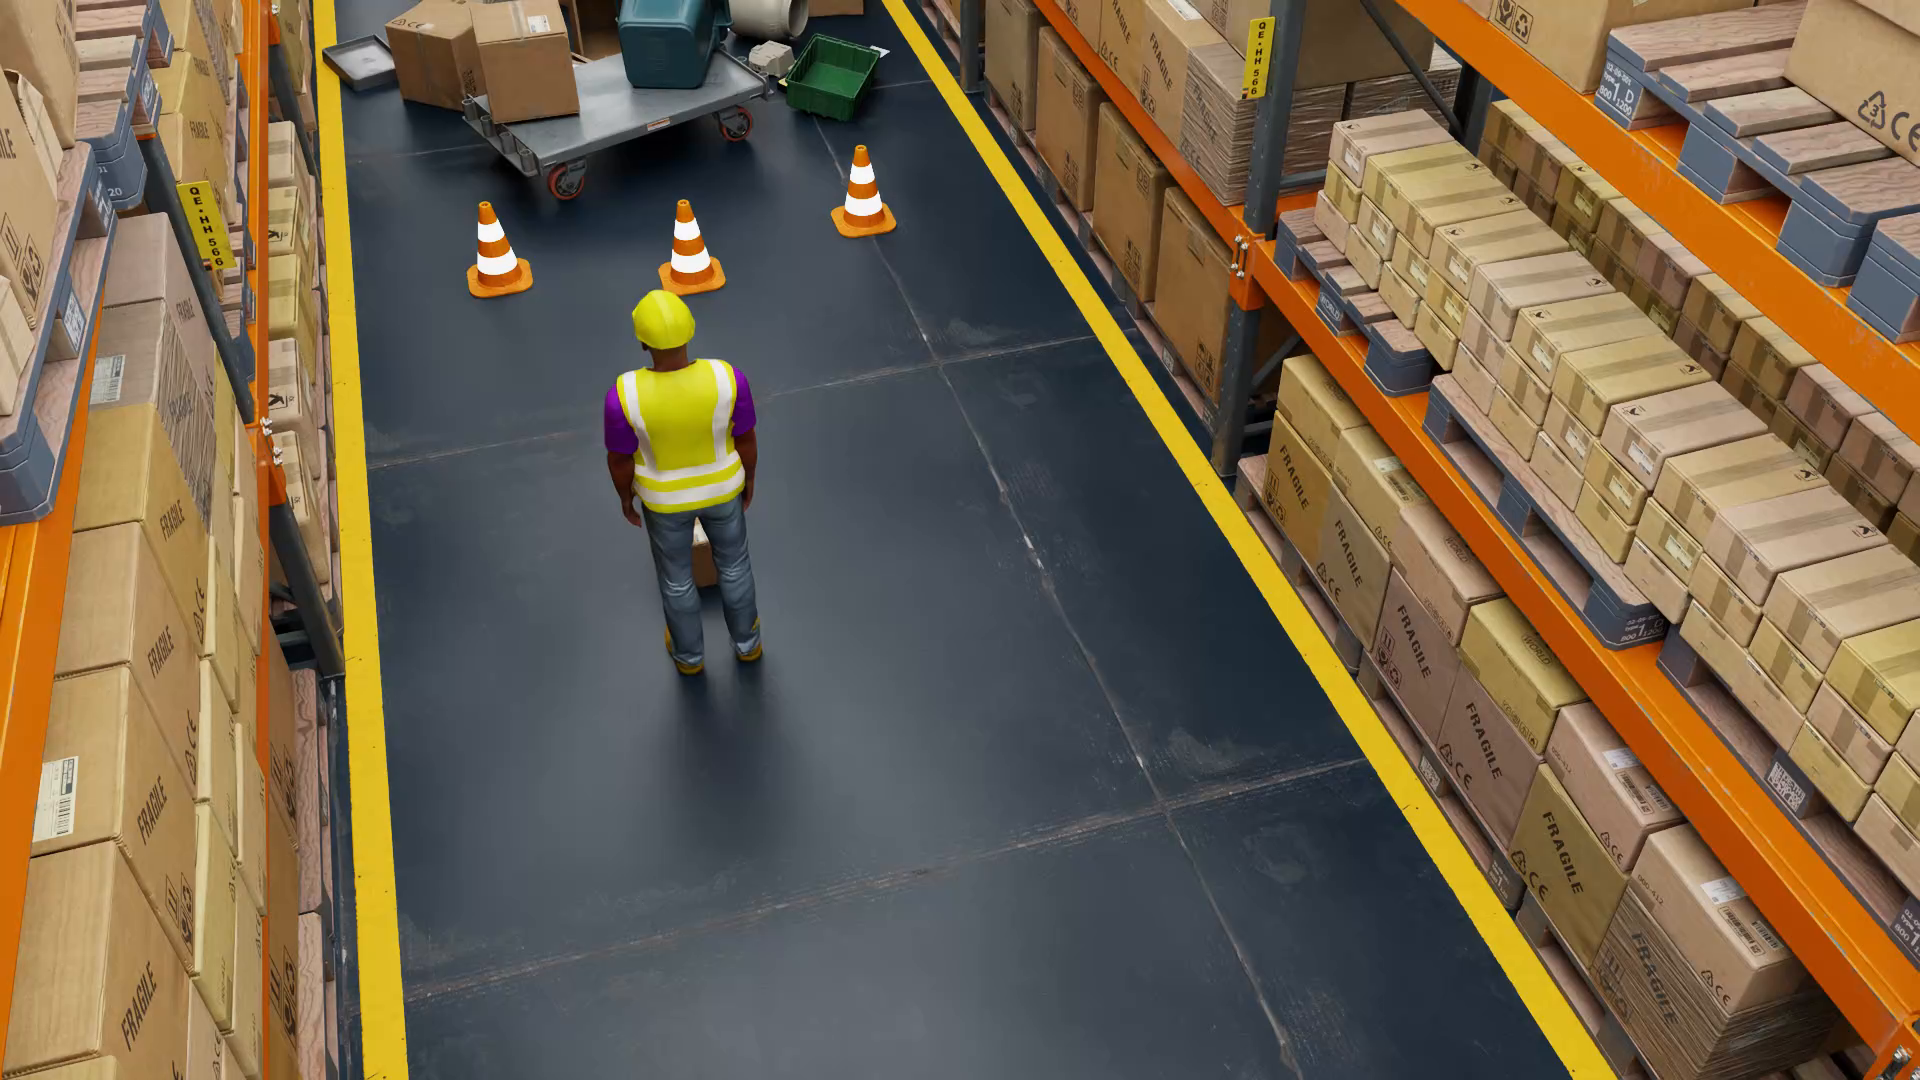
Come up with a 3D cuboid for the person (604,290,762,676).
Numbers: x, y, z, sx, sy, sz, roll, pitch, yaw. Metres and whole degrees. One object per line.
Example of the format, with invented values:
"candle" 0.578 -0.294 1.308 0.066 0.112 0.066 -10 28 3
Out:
"person" -1.043 -0.203 6.370 0.561 1.762 0.352 -11 43 -12
